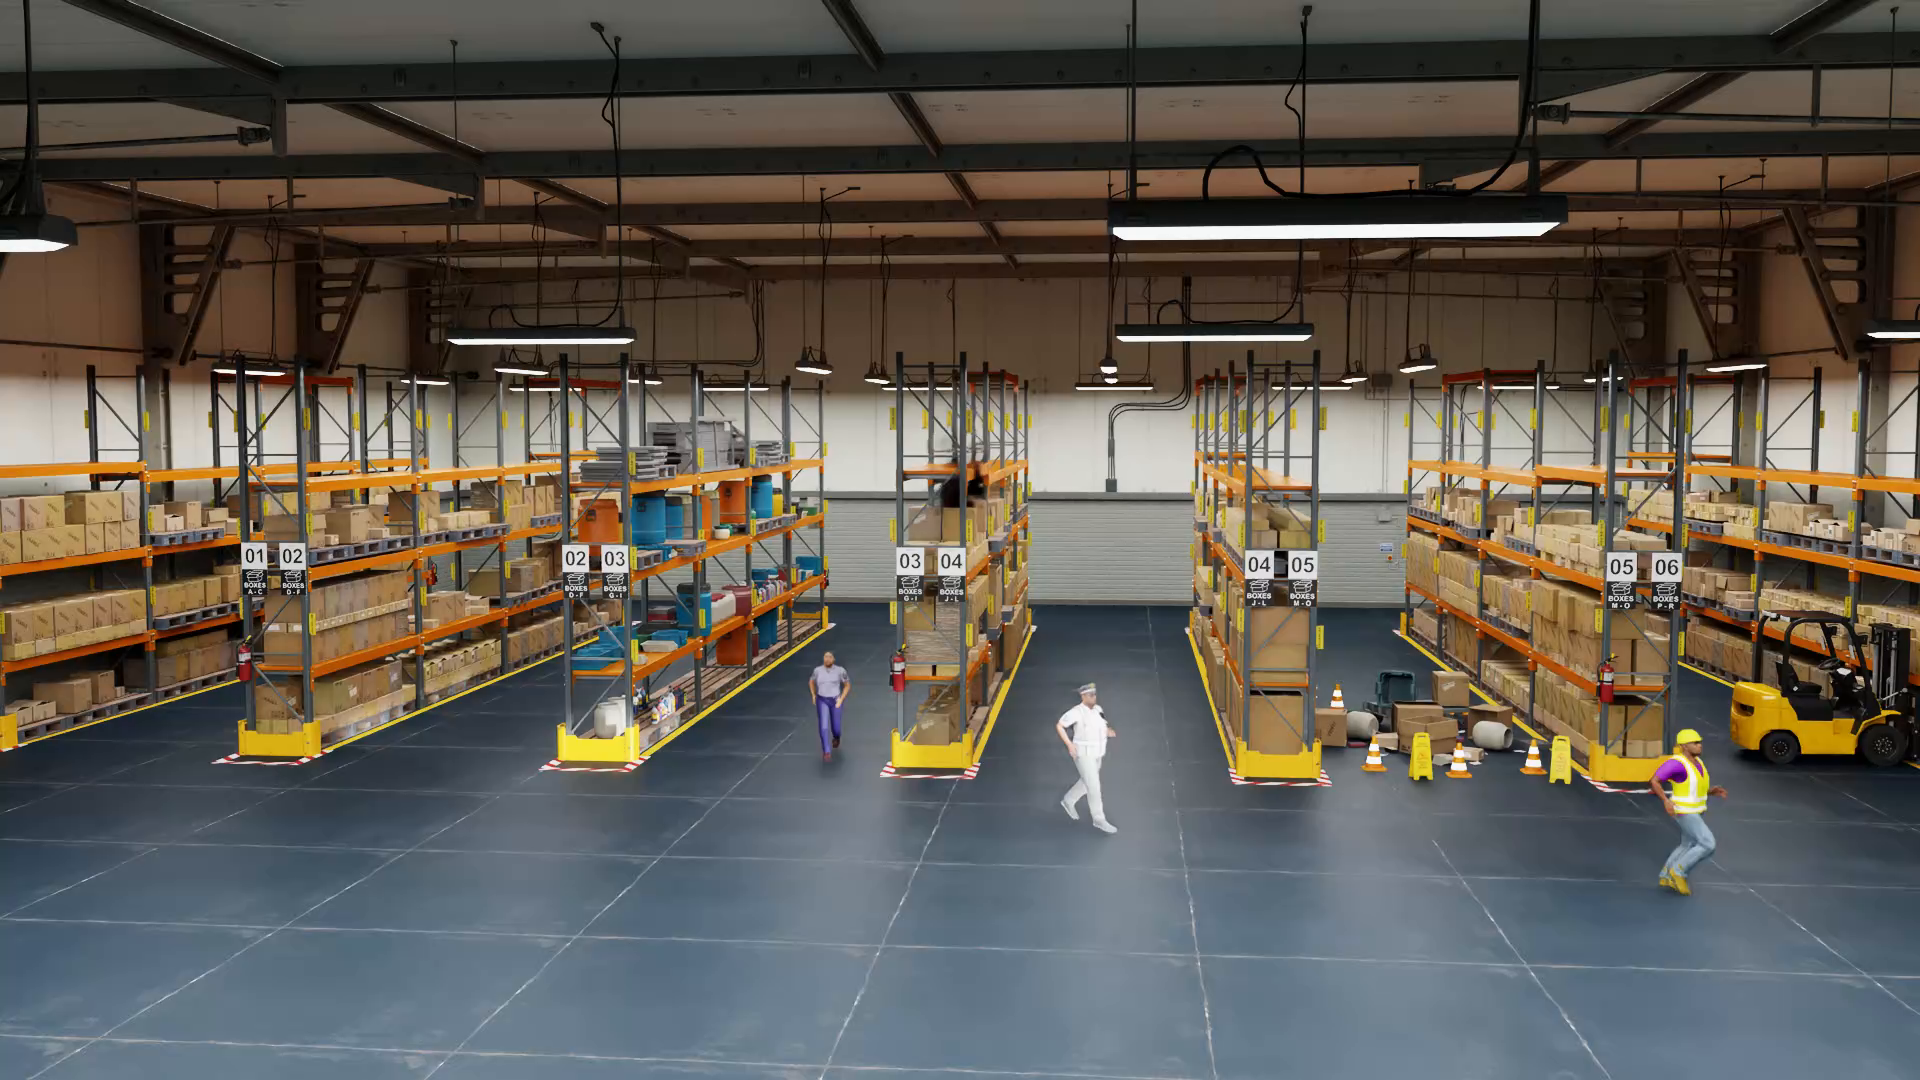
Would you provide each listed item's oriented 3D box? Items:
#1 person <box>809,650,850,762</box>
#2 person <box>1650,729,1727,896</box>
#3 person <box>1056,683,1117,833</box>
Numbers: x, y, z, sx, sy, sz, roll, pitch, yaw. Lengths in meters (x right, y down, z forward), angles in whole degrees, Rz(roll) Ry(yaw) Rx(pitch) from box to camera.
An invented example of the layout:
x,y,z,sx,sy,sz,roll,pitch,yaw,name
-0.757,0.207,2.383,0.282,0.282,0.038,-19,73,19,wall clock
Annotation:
x,y,z,sx,sy,sz,roll,pitch,yaw,name
-1.948,2.451,24.830,0.623,1.628,0.732,0,4,1,person
7.720,2.872,17.545,0.674,1.742,0.673,-4,6,-45,person
1.592,2.633,20.448,0.934,1.771,0.664,4,6,43,person
